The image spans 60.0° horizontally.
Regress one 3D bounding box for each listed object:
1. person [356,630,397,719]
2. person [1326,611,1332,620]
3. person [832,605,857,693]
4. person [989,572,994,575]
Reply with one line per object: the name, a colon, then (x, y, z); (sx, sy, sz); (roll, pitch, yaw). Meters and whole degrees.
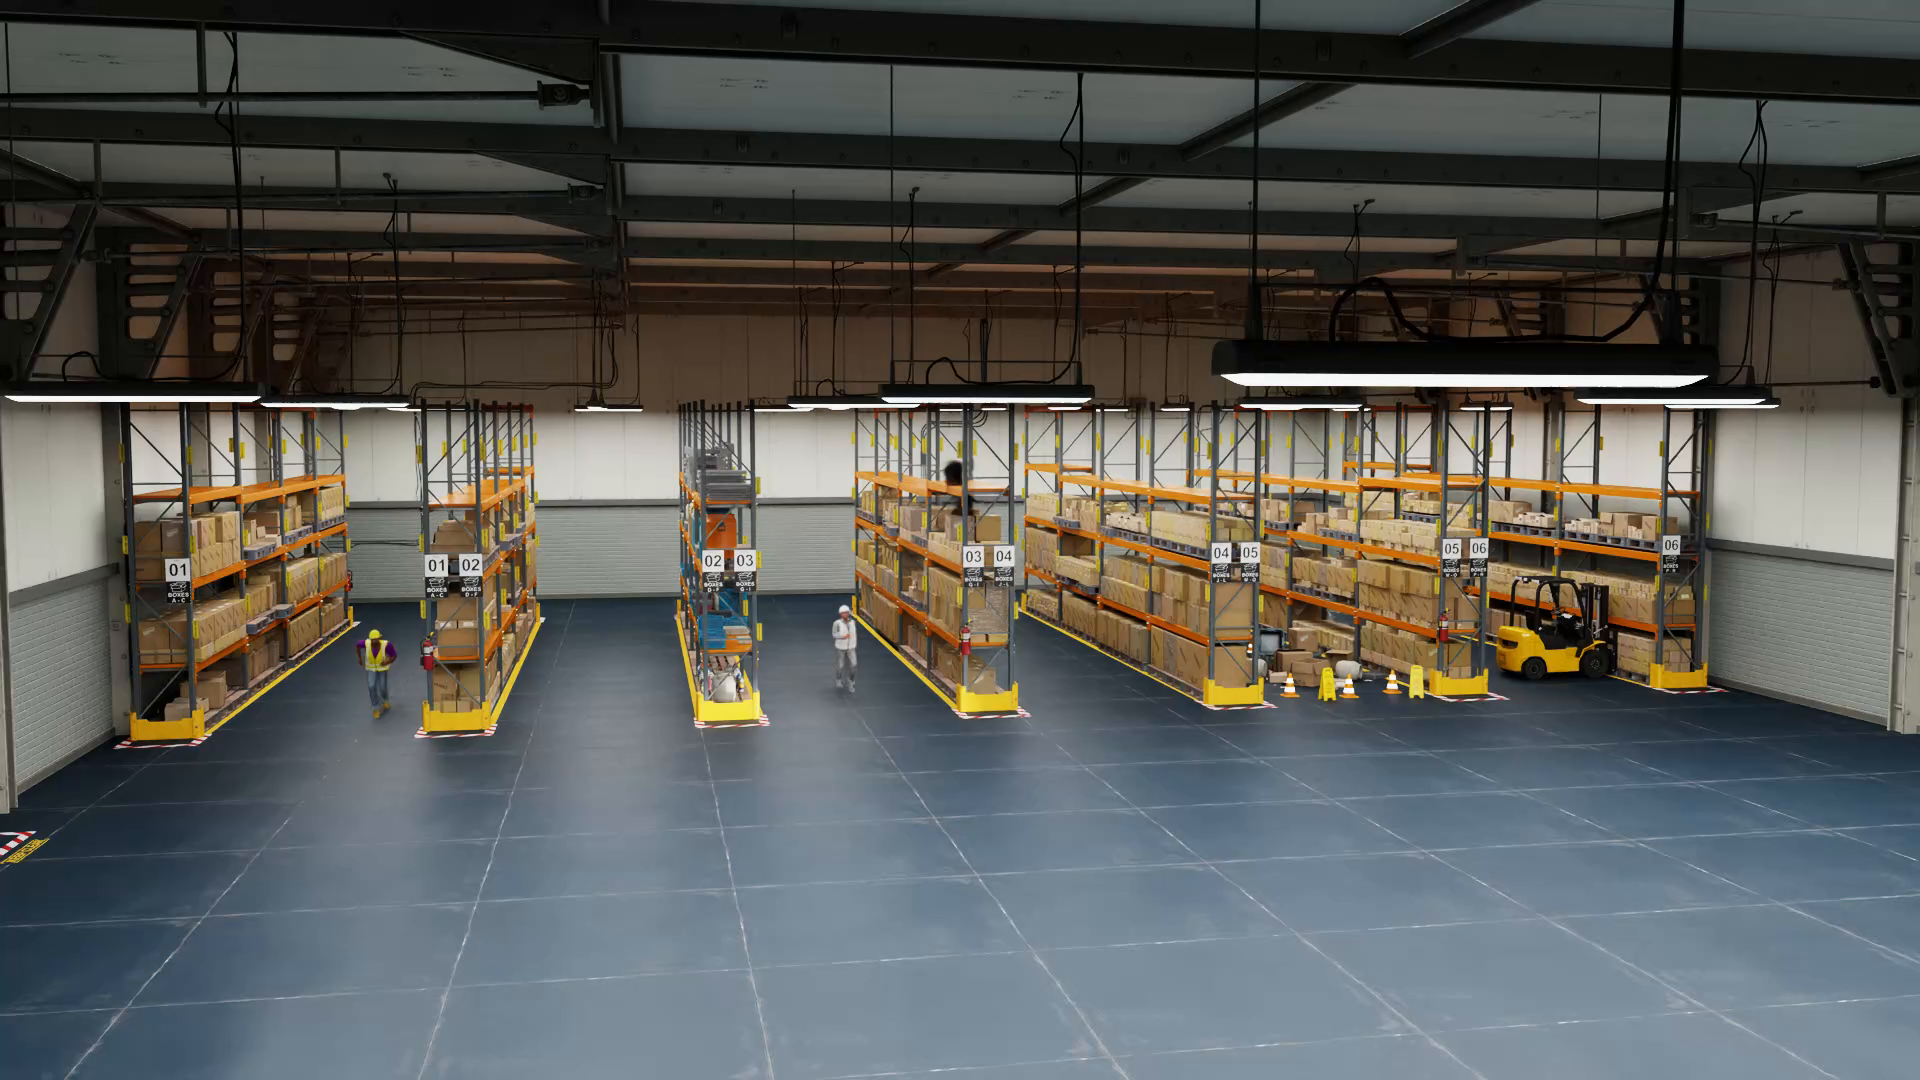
person: (-11.091, 2.524, 31.684); (0.747, 1.721, 1.041); (-1, 4, -8)
person: (9.851, 1.541, 44.877); (0.559, 1.605, 0.557); (-2, 5, -25)
person: (-2.367, 2.253, 34.337); (0.611, 1.825, 0.832); (-2, 5, -22)
person: (1.039, 1.125, 49.521); (0.795, 1.768, 0.684); (2, 5, 22)
